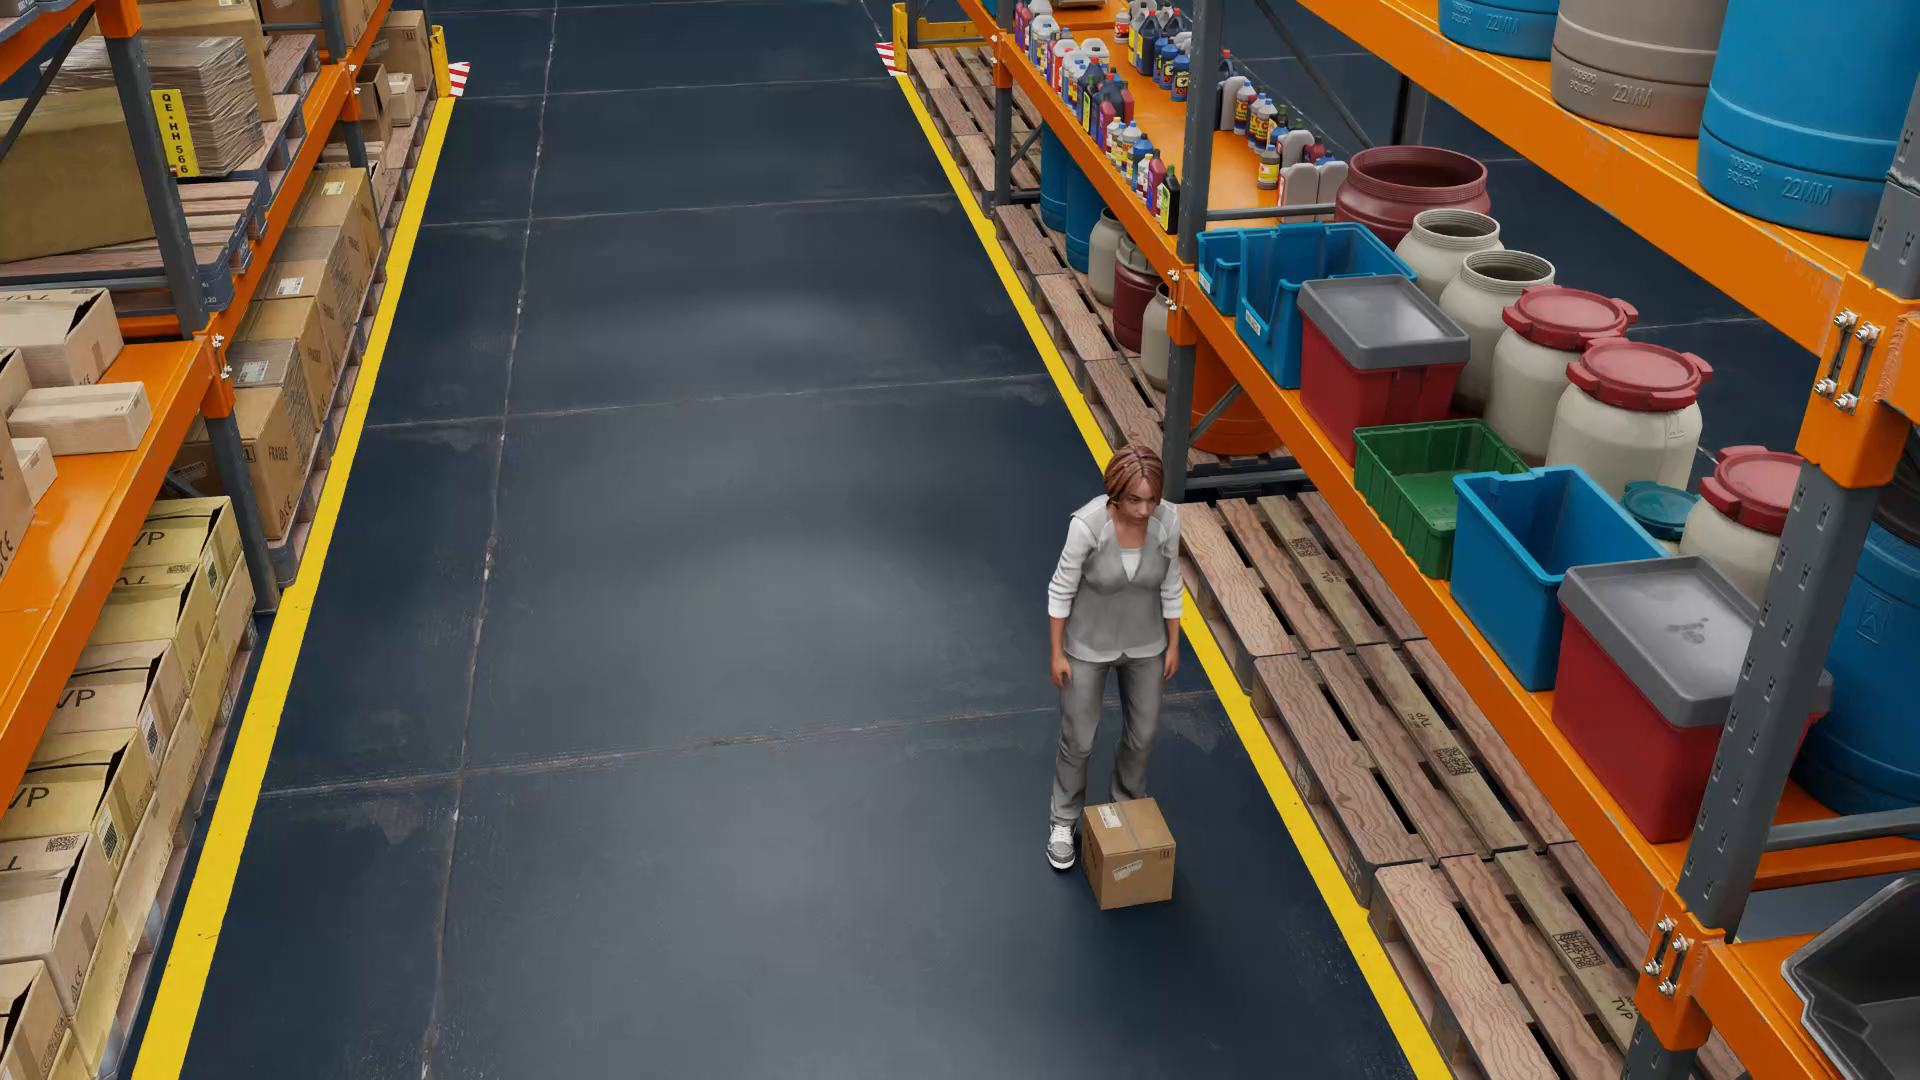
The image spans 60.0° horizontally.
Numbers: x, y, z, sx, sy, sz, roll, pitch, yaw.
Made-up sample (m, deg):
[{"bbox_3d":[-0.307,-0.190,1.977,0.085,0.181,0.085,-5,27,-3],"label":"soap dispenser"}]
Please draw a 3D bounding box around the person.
[{"bbox_3d":[0.515,0.373,5.527,0.459,1.591,0.347,-6,32,-9],"label":"person"}]
